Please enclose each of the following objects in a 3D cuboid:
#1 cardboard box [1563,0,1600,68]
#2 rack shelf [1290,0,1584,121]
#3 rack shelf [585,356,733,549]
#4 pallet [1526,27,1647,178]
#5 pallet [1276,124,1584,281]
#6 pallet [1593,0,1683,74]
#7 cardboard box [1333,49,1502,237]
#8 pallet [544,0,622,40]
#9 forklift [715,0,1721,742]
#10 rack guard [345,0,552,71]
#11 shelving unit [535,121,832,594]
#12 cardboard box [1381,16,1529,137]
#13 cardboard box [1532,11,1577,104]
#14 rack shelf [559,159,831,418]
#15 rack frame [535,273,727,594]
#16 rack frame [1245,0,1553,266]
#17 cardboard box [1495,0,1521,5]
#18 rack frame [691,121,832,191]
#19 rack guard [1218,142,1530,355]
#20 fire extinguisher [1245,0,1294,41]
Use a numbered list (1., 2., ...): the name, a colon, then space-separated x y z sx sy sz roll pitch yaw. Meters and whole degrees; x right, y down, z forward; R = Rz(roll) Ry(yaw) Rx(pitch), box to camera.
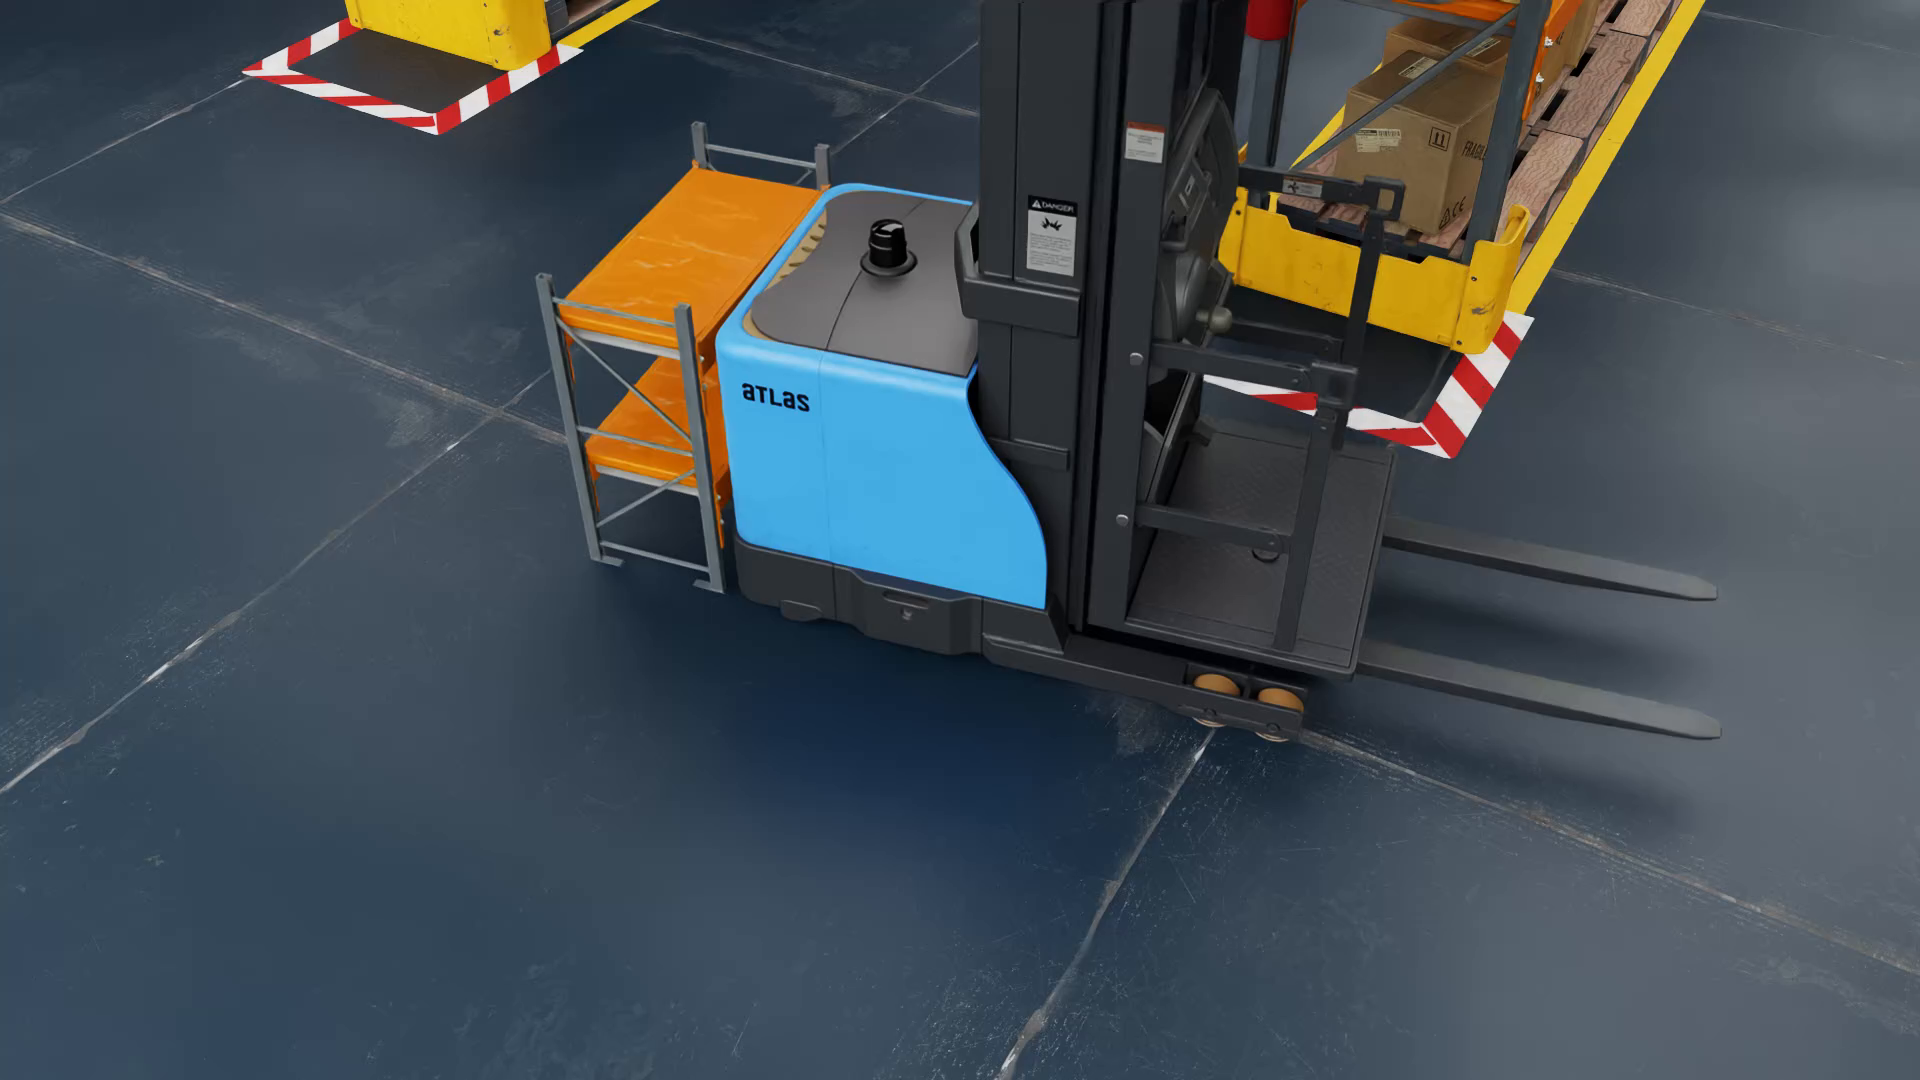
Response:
1. cardboard box: 2.843 -2.673 8.089 0.500 0.500 0.500 17 44 18
2. rack shelf: 2.600 -2.966 7.393 1.077 0.370 4.000 21 45 22
3. rack shelf: -0.847 -0.441 5.770 0.538 0.278 1.000 13 43 15
4. pallet: 2.686 -2.237 8.131 1.003 0.211 1.213 21 45 22
5. pallet: 2.074 -1.542 7.341 1.003 0.211 1.213 21 45 22
6. pallet: 3.295 -2.938 8.926 1.003 0.211 1.213 21 45 22
7. cardboard box: 1.926 -1.663 6.942 0.500 0.500 0.500 30 49 29
8. pallet: -2.280 -3.205 9.230 1.003 0.211 1.213 21 45 22
9. forklift: 0.845 -0.883 4.536 3.031 2.935 1.130 12 43 13
10. rack guard: -2.692 -2.851 8.609 1.175 0.500 0.348 21 45 22
11. shelving unit: -0.847 -0.625 5.608 0.538 1.125 1.048 13 43 15
12. cardboard box: 2.196 -2.016 7.344 0.500 0.500 0.500 -33 51 -32
13. cardboard box: 2.525 -2.368 7.743 0.500 0.500 0.500 25 47 26
14. rack shelf: -0.847 -0.844 5.415 0.538 0.278 1.000 13 43 15
15. rack frame: -1.021 -0.309 5.249 0.500 1.125 0.032 13 43 15
16. rack frame: 1.599 -2.092 5.856 1.000 3.000 0.127 21 45 22
17. cardboard box: 1.948 -2.082 6.034 0.380 0.149 0.250 21 45 22
18. rack frame: -0.674 -0.940 5.967 0.500 1.125 0.032 13 43 15
19. rack guard: 1.637 -1.197 6.731 1.175 0.500 0.348 21 45 22
20. fire extinguisher: 1.143 -2.150 5.980 0.296 0.674 0.183 21 45 22
